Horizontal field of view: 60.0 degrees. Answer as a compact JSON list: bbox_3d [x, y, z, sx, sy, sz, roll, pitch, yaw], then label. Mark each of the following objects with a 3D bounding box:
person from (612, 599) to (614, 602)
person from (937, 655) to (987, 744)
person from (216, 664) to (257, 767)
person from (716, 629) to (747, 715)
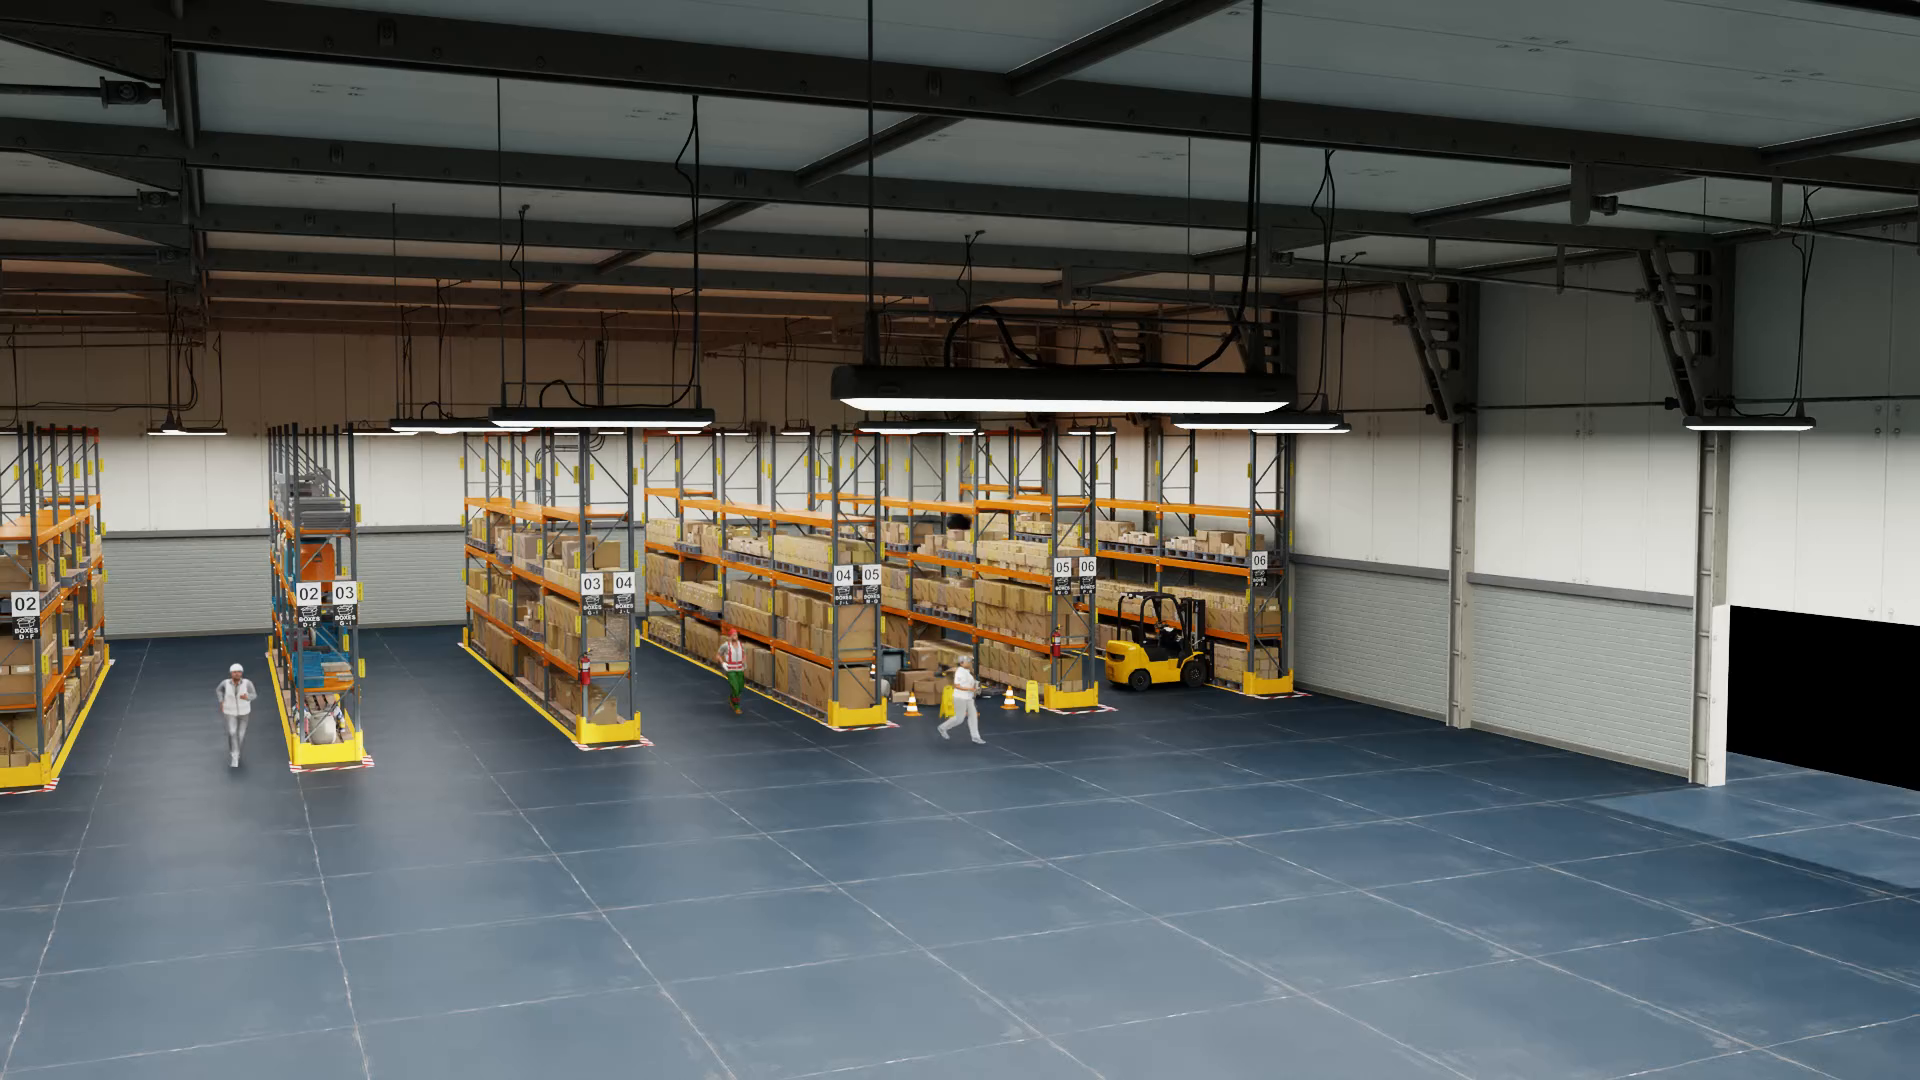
[{"bbox_3d":[-9.888,1.998,48.247,0.769,1.617,0.609,-3,4,-39],"label":"person"},{"bbox_3d":[0.037,2.986,31.120,0.931,1.667,0.611,1,4,20],"label":"person"},{"bbox_3d":[-12.721,3.072,29.264,0.607,1.828,0.867,-2,4,-33],"label":"person"},{"bbox_3d":[-4.739,2.723,34.668,0.667,1.767,0.741,-2,4,-34],"label":"person"}]
